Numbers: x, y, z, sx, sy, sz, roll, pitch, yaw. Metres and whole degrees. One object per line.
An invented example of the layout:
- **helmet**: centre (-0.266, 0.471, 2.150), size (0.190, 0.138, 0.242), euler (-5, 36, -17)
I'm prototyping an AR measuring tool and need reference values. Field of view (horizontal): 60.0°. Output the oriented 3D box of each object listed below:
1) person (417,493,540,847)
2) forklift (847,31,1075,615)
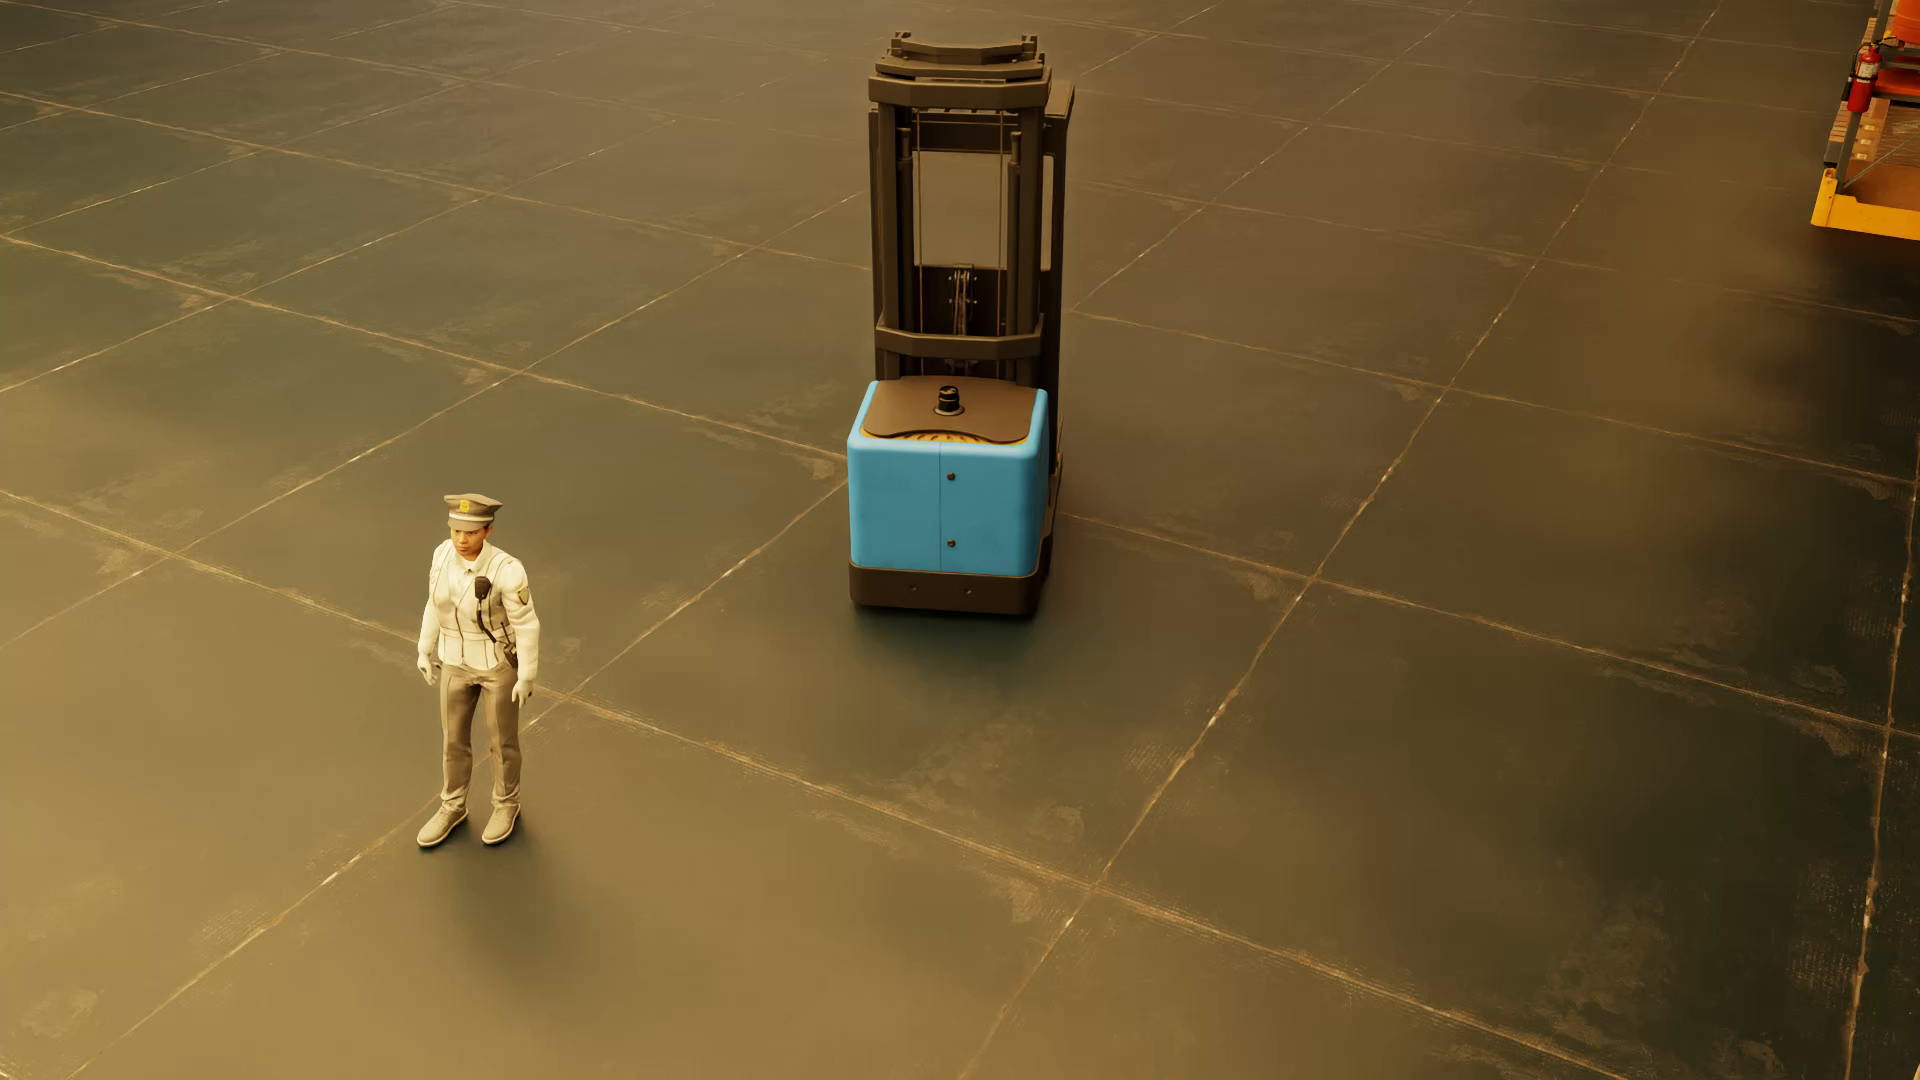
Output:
- **person**: centre (-2.135, 0.579, 7.291), size (0.588, 1.697, 0.534), euler (9, 31, 15)
- **forklift**: centre (0.072, -1.572, 9.794), size (1.130, 2.935, 3.031), euler (3, 30, 6)
